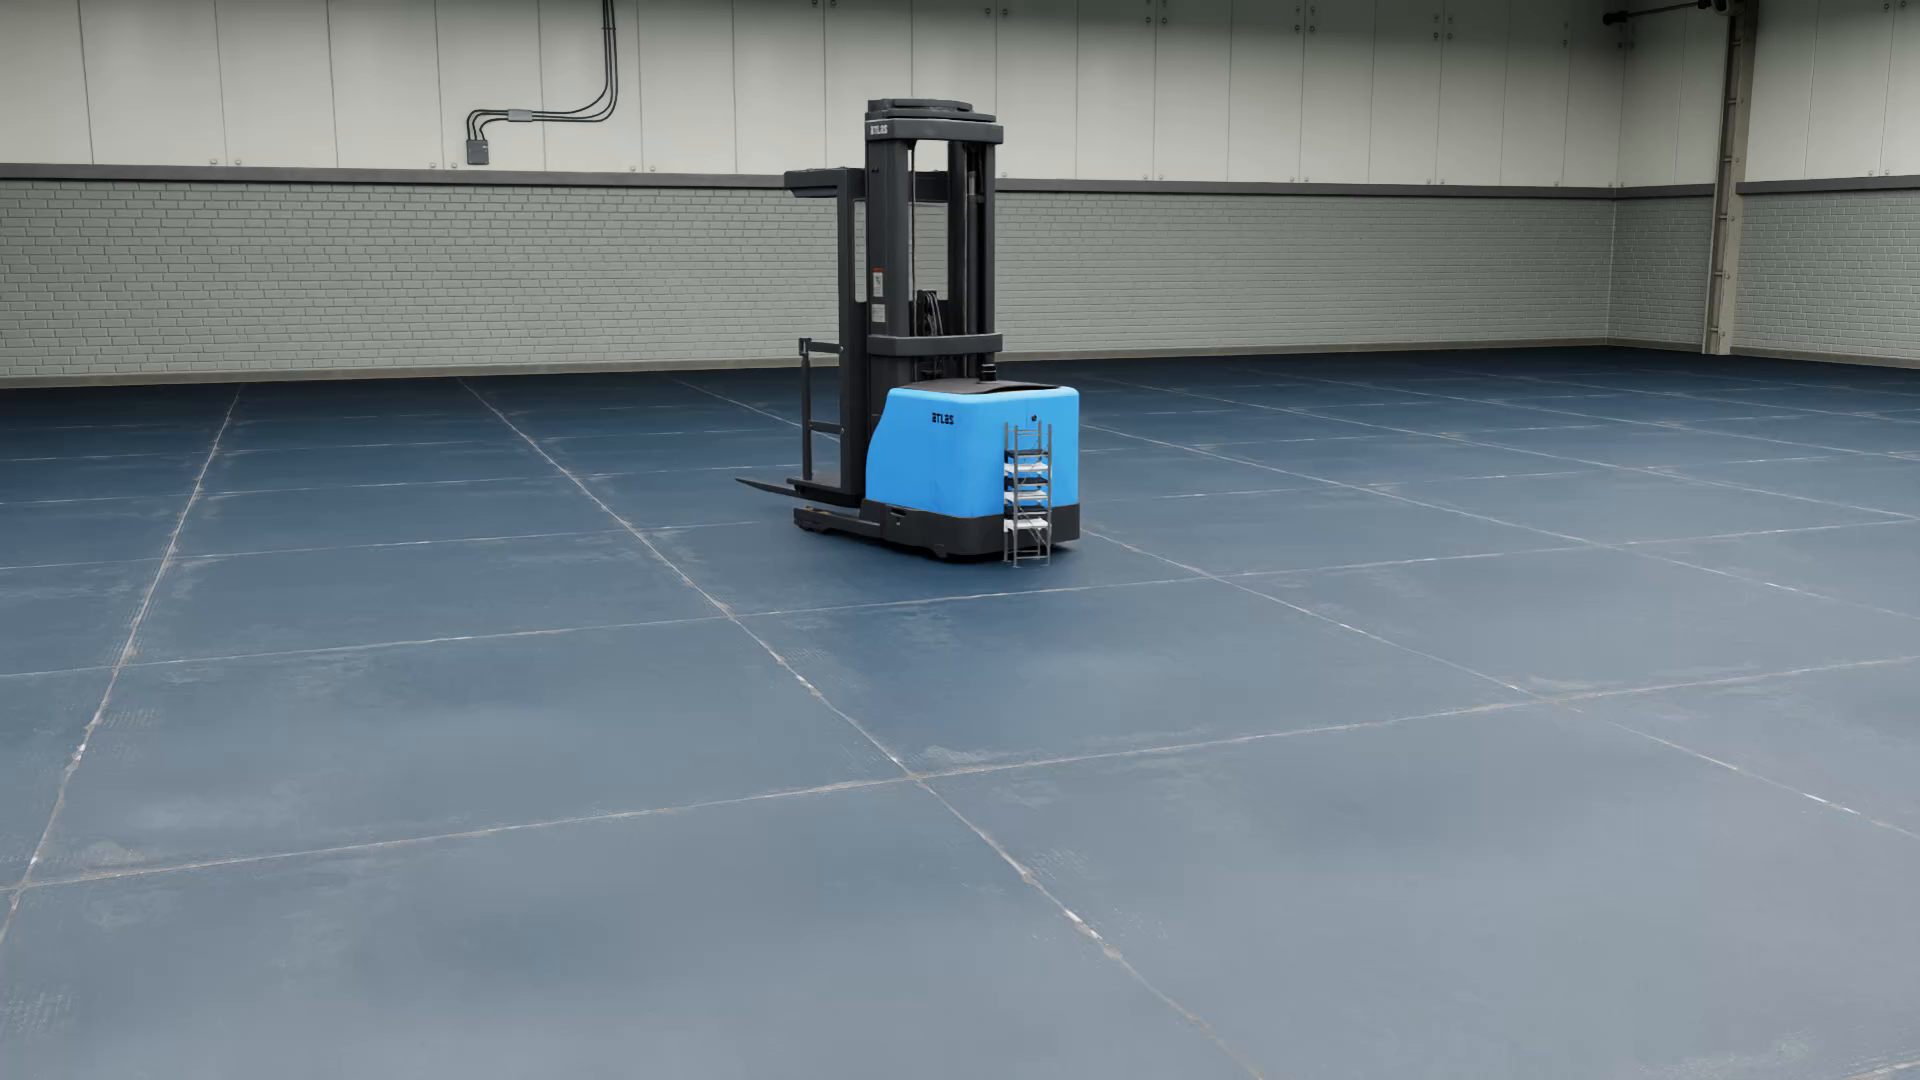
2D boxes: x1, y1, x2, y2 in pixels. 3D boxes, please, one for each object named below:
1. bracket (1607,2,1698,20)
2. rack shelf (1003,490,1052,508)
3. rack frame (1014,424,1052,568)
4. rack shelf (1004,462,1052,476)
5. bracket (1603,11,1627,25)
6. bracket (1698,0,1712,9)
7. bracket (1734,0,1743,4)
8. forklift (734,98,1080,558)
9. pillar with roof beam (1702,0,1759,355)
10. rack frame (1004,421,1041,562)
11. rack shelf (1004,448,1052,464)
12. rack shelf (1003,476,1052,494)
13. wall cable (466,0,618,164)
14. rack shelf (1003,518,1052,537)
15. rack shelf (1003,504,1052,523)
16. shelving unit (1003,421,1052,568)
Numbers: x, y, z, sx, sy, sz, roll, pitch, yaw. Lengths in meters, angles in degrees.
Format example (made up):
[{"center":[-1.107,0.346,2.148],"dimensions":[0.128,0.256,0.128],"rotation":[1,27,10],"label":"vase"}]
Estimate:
[{"center":[12.861,-9.978,31.540],"dimensions":[0.076,0.066,3.189],"rotation":[-4,11,-21],"label":"bracket"},{"center":[0.426,-0.258,10.488],"dimensions":[0.258,0.077,0.200],"rotation":[-3,10,-15],"label":"rack shelf"},{"center":[0.453,-0.273,10.386],"dimensions":[0.240,0.900,0.006],"rotation":[-3,10,-15],"label":"rack frame"},{"center":[0.426,-0.435,10.457],"dimensions":[0.258,0.077,0.200],"rotation":[-3,10,-15],"label":"rack shelf"},{"center":[12.647,-10.074,32.082],"dimensions":[0.235,0.232,0.430],"rotation":[-4,11,-21],"label":"bracket"},{"center":[13.506,-9.687,29.907],"dimensions":[0.235,0.232,0.430],"rotation":[-4,11,-21],"label":"bracket"},{"center":[13.807,-9.552,29.145],"dimensions":[0.235,0.232,0.430],"rotation":[-4,11,-21],"label":"bracket"},{"center":[-0.527,-1.532,11.661],"dimensions":[1.130,2.935,3.031],"rotation":[-8,13,-39],"label":"forklift"},{"center":[9.975,-7.597,28.432],"dimensions":[9.100,9.000,0.548],"rotation":[-4,11,-21],"label":"pillar with roof beam"},{"center":[0.399,-0.308,10.579],"dimensions":[0.240,0.900,0.006],"rotation":[-3,10,-15],"label":"rack frame"},{"center":[0.426,-0.523,10.441],"dimensions":[0.258,0.077,0.200],"rotation":[-3,10,-15],"label":"rack shelf"},{"center":[0.426,-0.346,10.473],"dimensions":[0.258,0.077,0.200],"rotation":[-3,10,-15],"label":"rack shelf"},{"center":[-6.353,-8.710,24.979],"dimensions":[2.305,6.003,0.169],"rotation":[-4,11,-21],"label":"wall cable"},{"center":[0.426,-0.080,10.520],"dimensions":[0.258,0.077,0.200],"rotation":[-3,10,-15],"label":"rack shelf"},{"center":[0.426,-0.169,10.504],"dimensions":[0.258,0.077,0.200],"rotation":[-3,10,-15],"label":"rack shelf"},{"center":[0.426,-0.290,10.482],"dimensions":[0.258,0.900,0.210],"rotation":[-3,10,-15],"label":"shelving unit"}]
